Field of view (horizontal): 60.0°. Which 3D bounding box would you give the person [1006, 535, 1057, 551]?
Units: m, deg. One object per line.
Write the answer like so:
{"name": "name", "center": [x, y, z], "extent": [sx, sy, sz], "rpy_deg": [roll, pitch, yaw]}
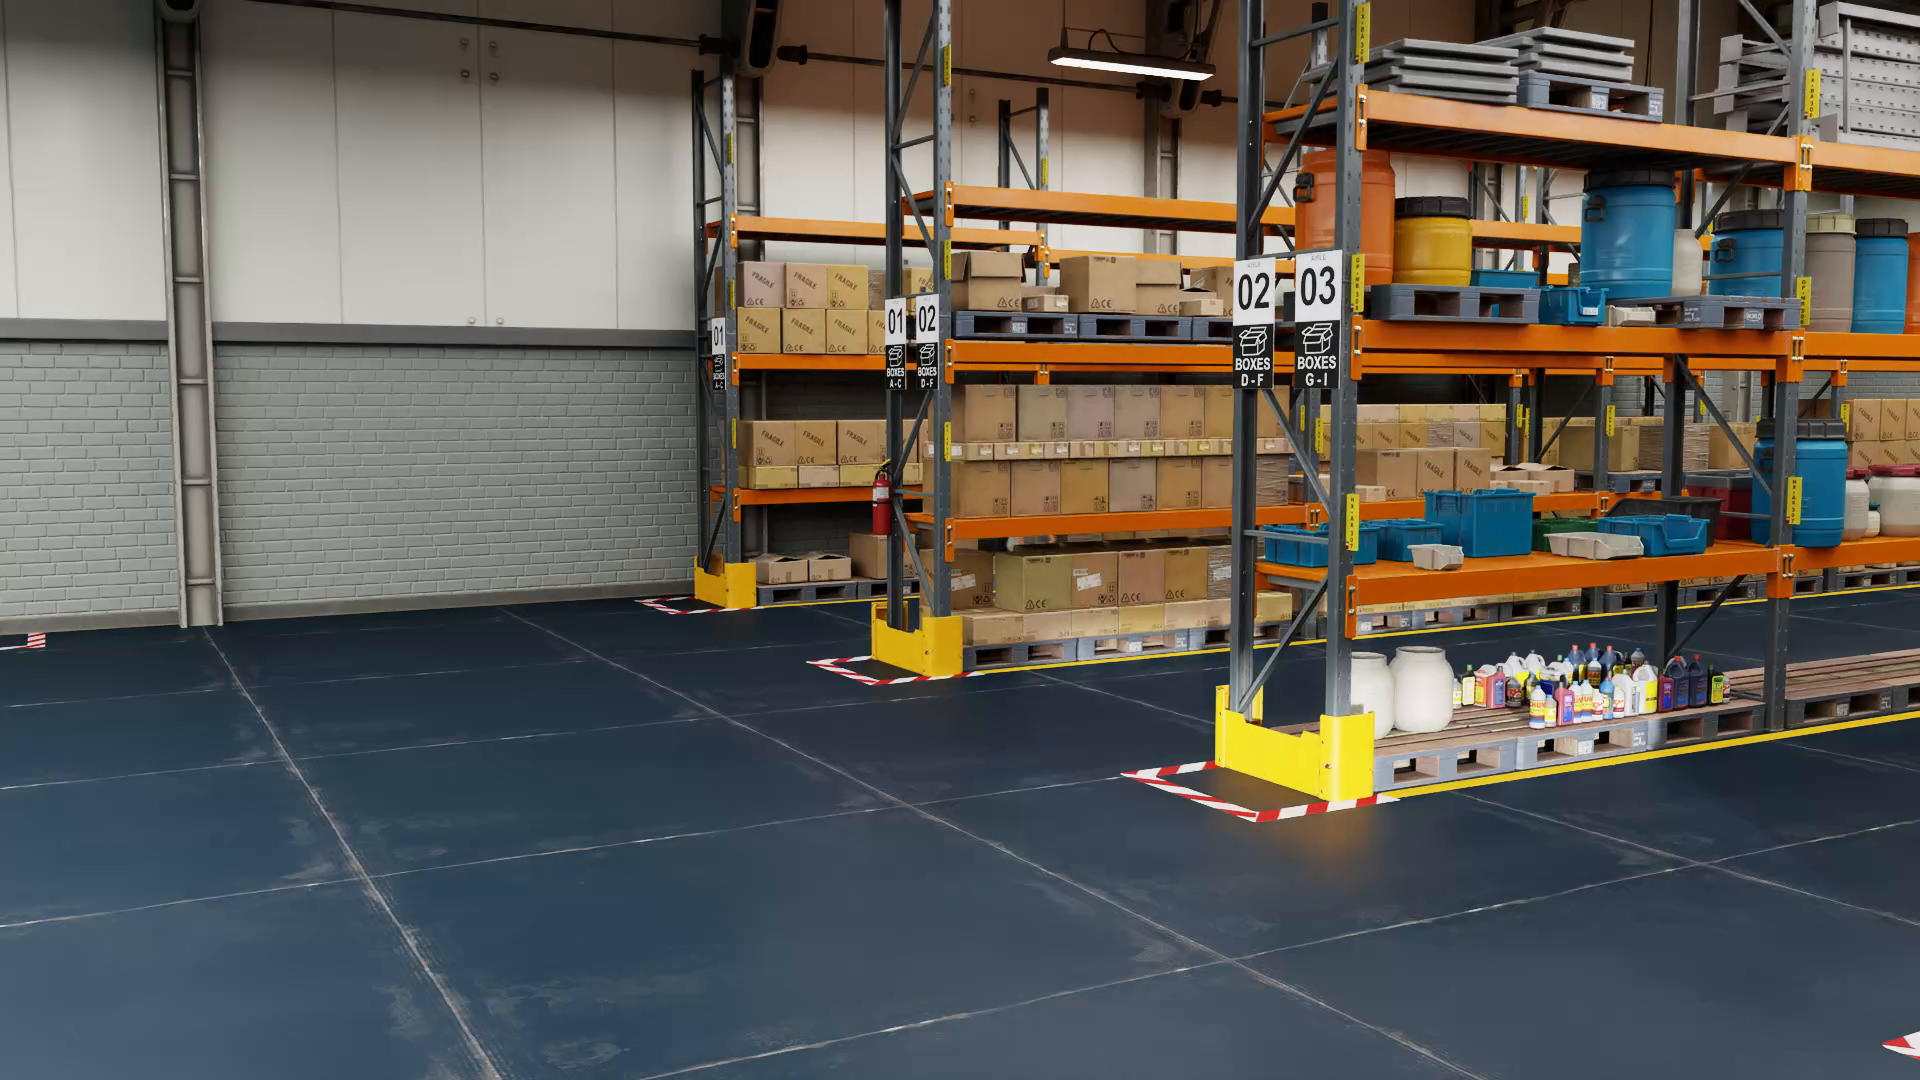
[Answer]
{"name": "person", "center": [0.783, 0.107, 17.751], "extent": [0.490, 1.417, 0.616], "rpy_deg": [-3, 6, -28]}
